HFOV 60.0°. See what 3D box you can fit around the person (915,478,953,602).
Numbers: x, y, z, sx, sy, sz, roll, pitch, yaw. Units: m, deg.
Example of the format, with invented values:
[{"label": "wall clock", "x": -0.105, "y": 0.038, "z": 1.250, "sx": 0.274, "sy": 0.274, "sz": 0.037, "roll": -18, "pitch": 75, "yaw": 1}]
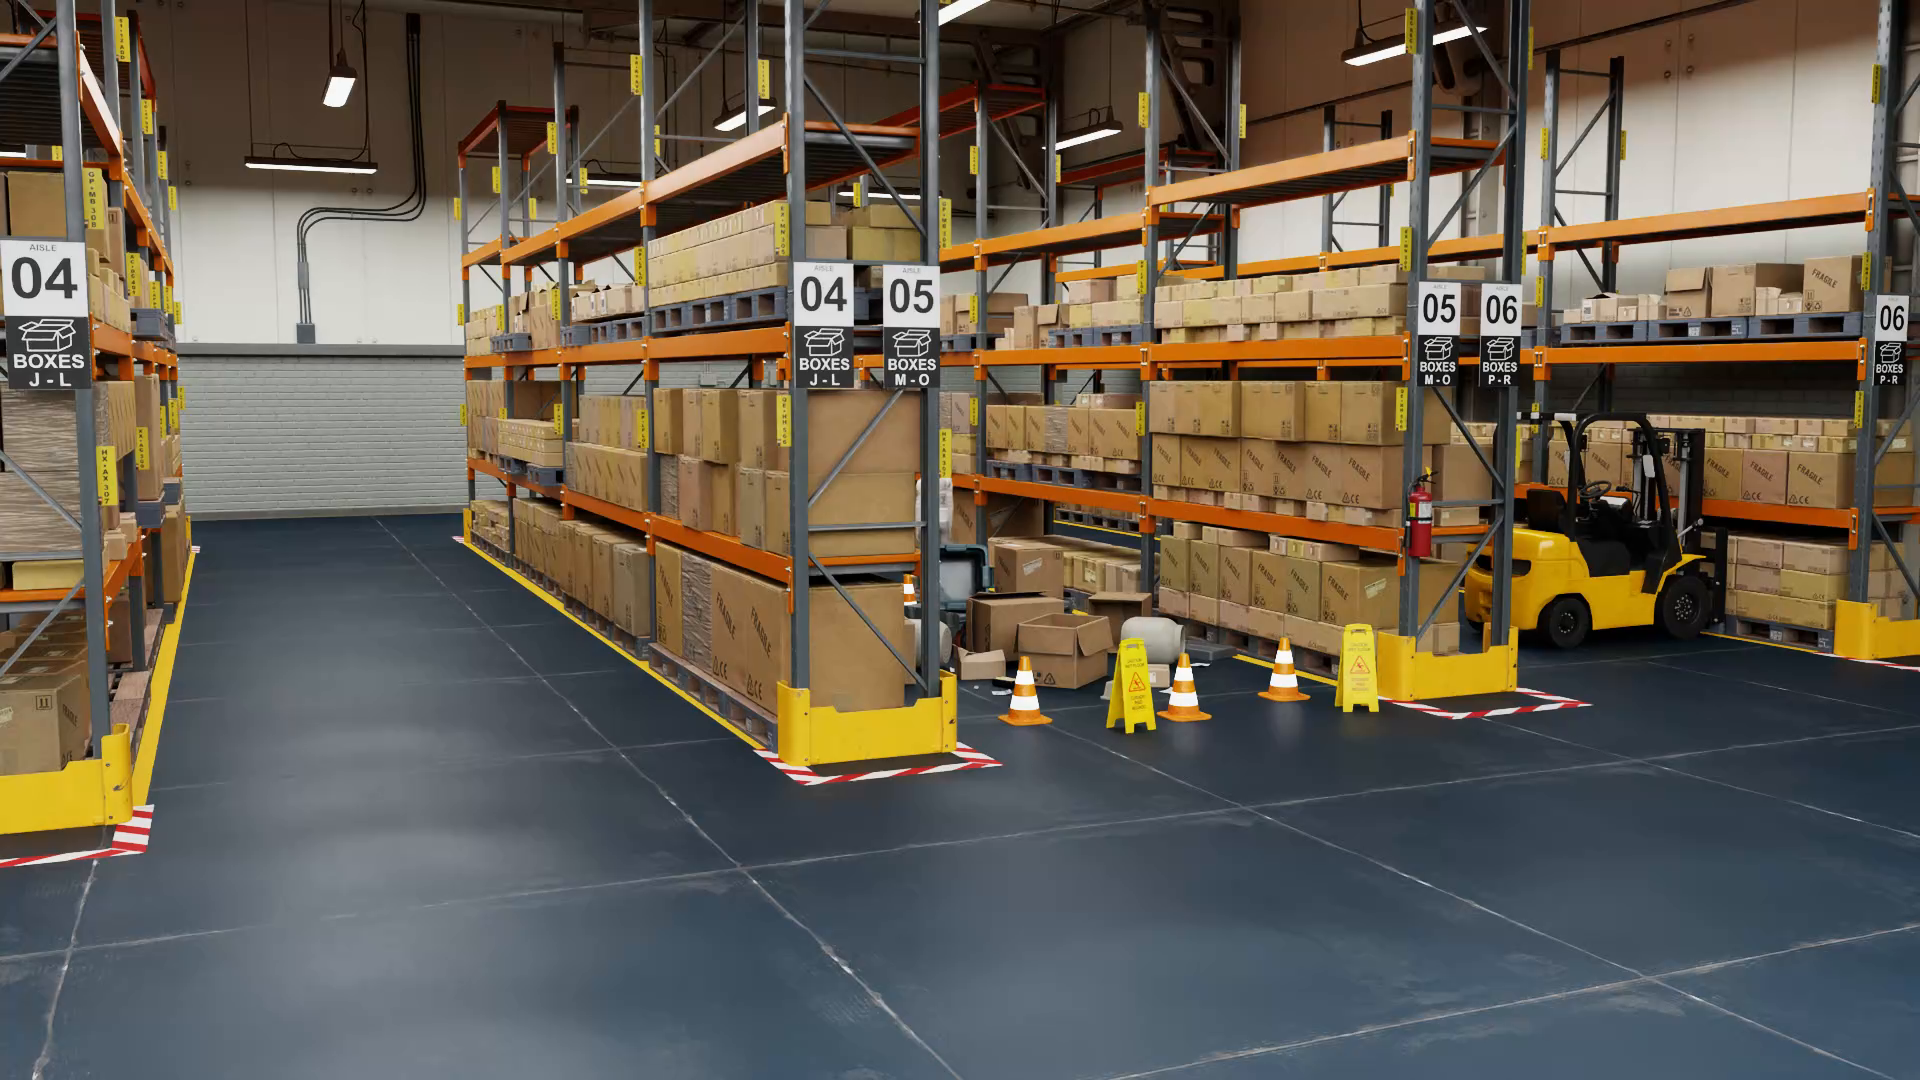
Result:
[{"label": "person", "x": -0.303, "y": -0.133, "z": 18.362, "sx": 0.474, "sy": 1.698, "sz": 0.431, "roll": -2, "pitch": 6, "yaw": -23}]
